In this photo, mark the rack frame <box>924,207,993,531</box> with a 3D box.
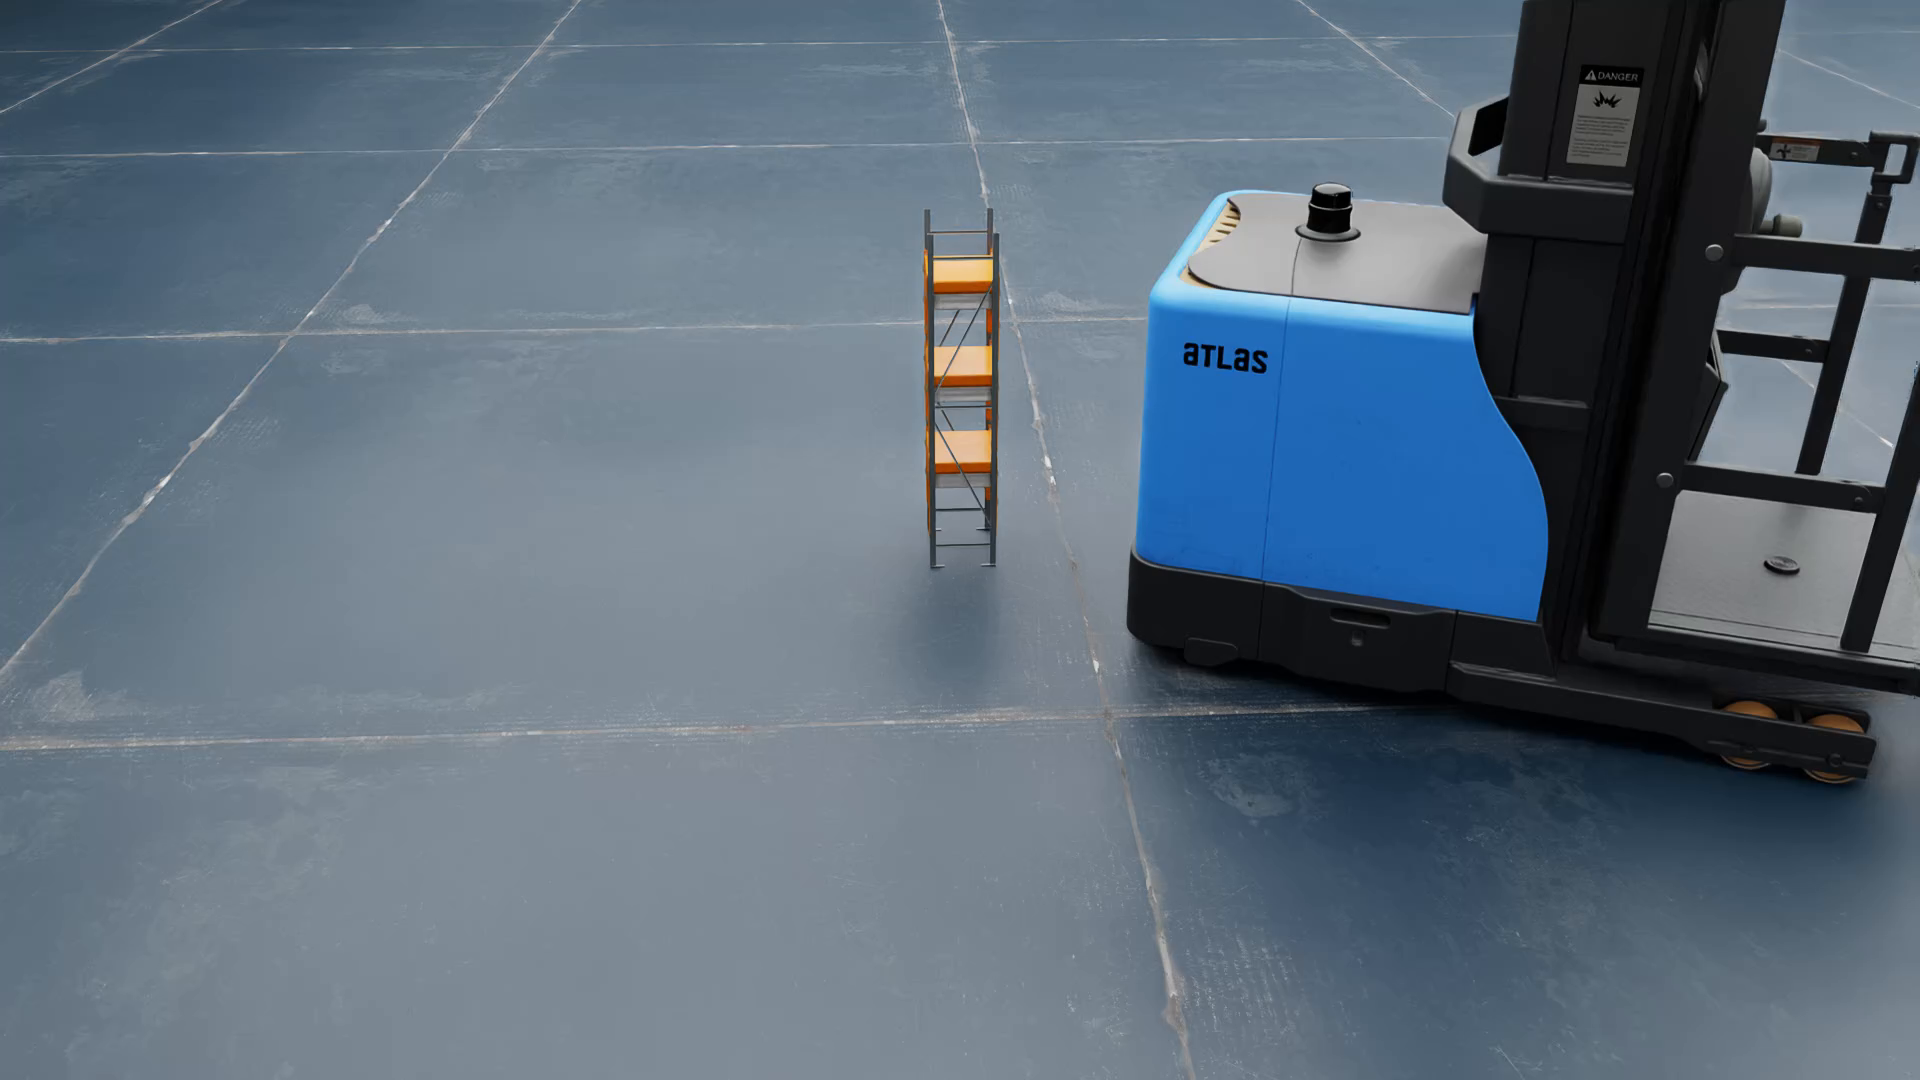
[{"bbox_3d":[-0.004,-0.497,5.068,0.200,1.050,0.008,-1,28,-3],"label":"rack frame"}]

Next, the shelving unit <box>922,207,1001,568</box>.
[{"bbox_3d":[0.003,-0.441,4.960,0.215,1.050,0.252,-1,28,-3],"label":"shelving unit"}]

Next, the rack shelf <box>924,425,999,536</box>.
[{"bbox_3d":[0.003,-0.185,5.093,0.215,0.259,0.240,-1,28,-3],"label":"rack shelf"}]

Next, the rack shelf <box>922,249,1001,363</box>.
[{"bbox_3d":[0.003,-0.683,4.834,0.215,0.259,0.240,-1,28,-3],"label":"rack shelf"}]

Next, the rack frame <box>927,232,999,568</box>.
[{"bbox_3d":[0.009,-0.384,4.852,0.200,1.050,0.008,-1,28,-3],"label":"rack frame"}]

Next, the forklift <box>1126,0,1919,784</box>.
[{"bbox_3d":[2.039,-0.976,3.952,3.031,2.935,1.130,9,29,16],"label":"forklift"}]

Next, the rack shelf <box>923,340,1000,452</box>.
[{"bbox_3d":[0.003,-0.431,4.965,0.215,0.259,0.240,-1,28,-3],"label":"rack shelf"}]
